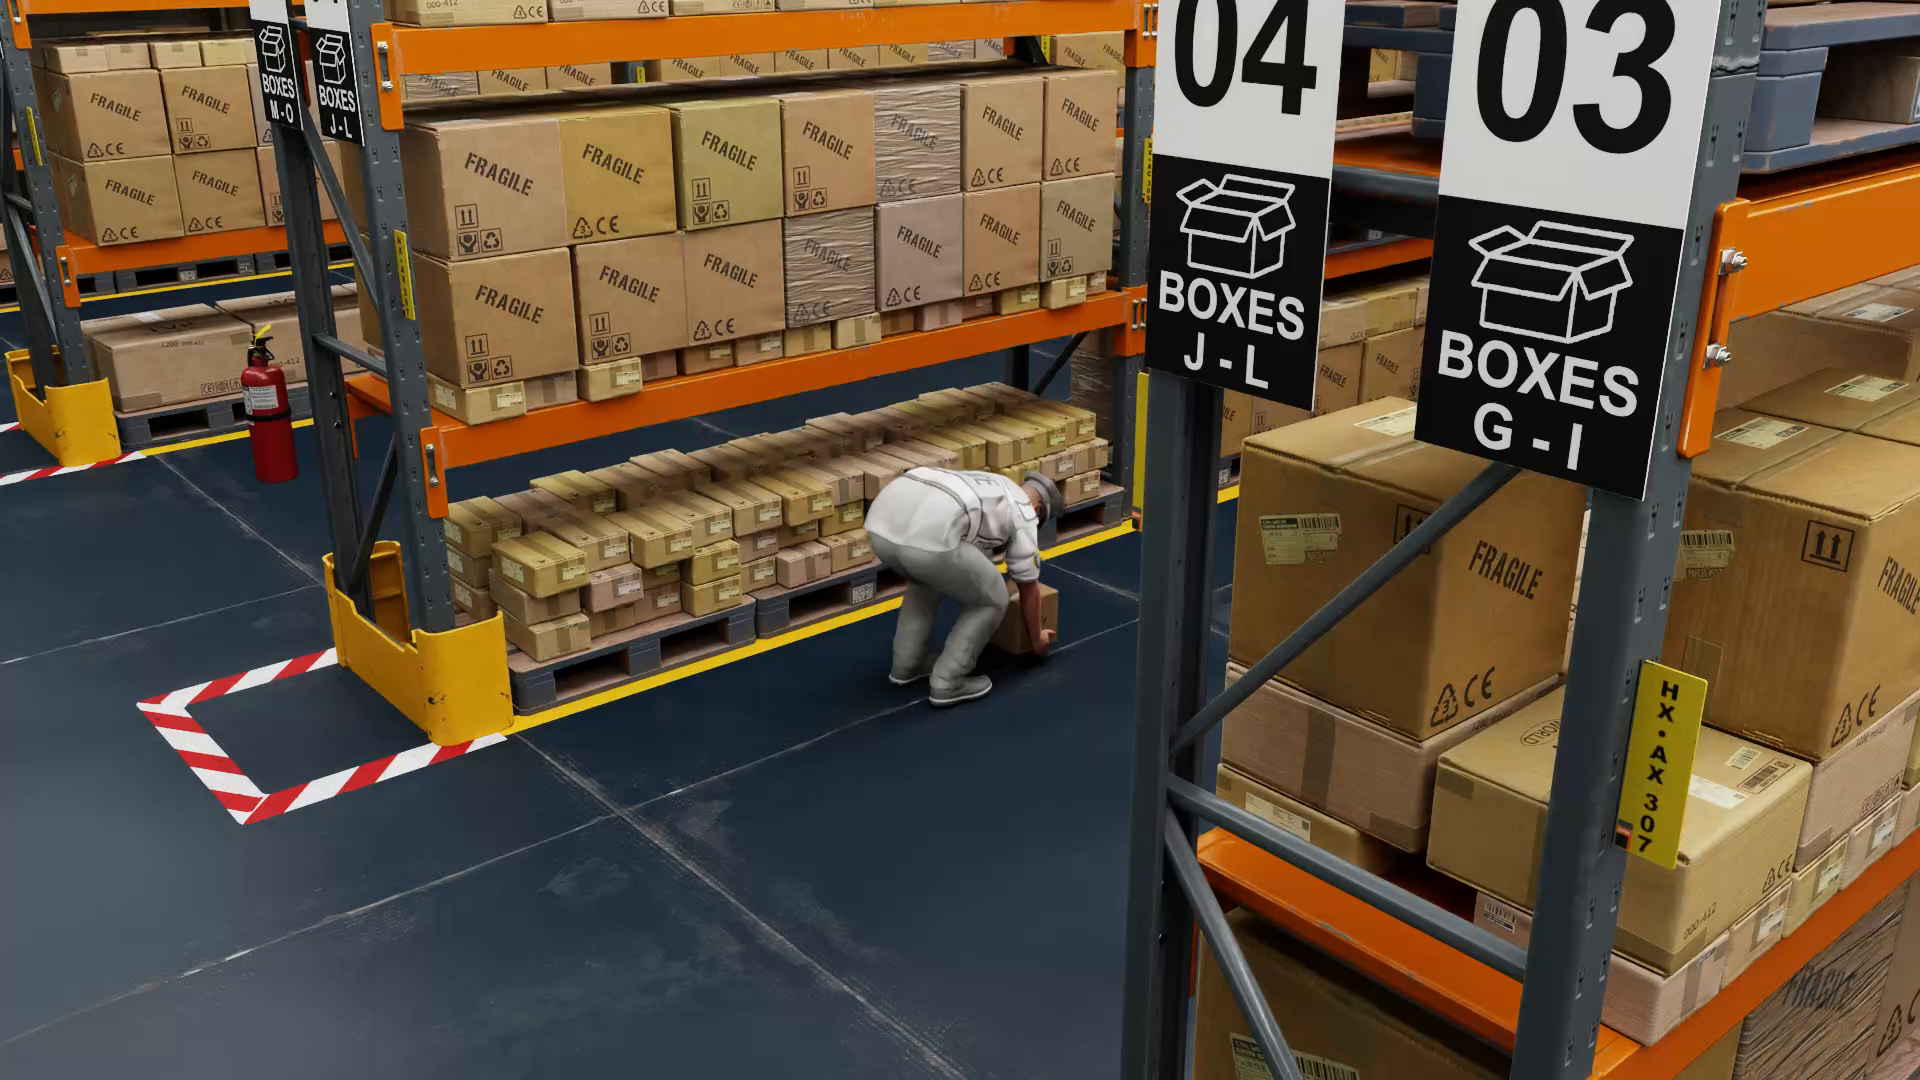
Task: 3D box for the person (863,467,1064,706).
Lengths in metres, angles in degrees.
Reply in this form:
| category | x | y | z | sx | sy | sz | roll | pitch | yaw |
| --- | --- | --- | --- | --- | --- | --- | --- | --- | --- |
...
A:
| category | x | y | z | sx | sy | sz | roll | pitch | yaw |
| --- | --- | --- | --- | --- | --- | --- | --- | --- | --- |
| person | 0.046 | 0.131 | 7.277 | 1.027 | 1.007 | 0.533 | -19 | 28 | -41 |
